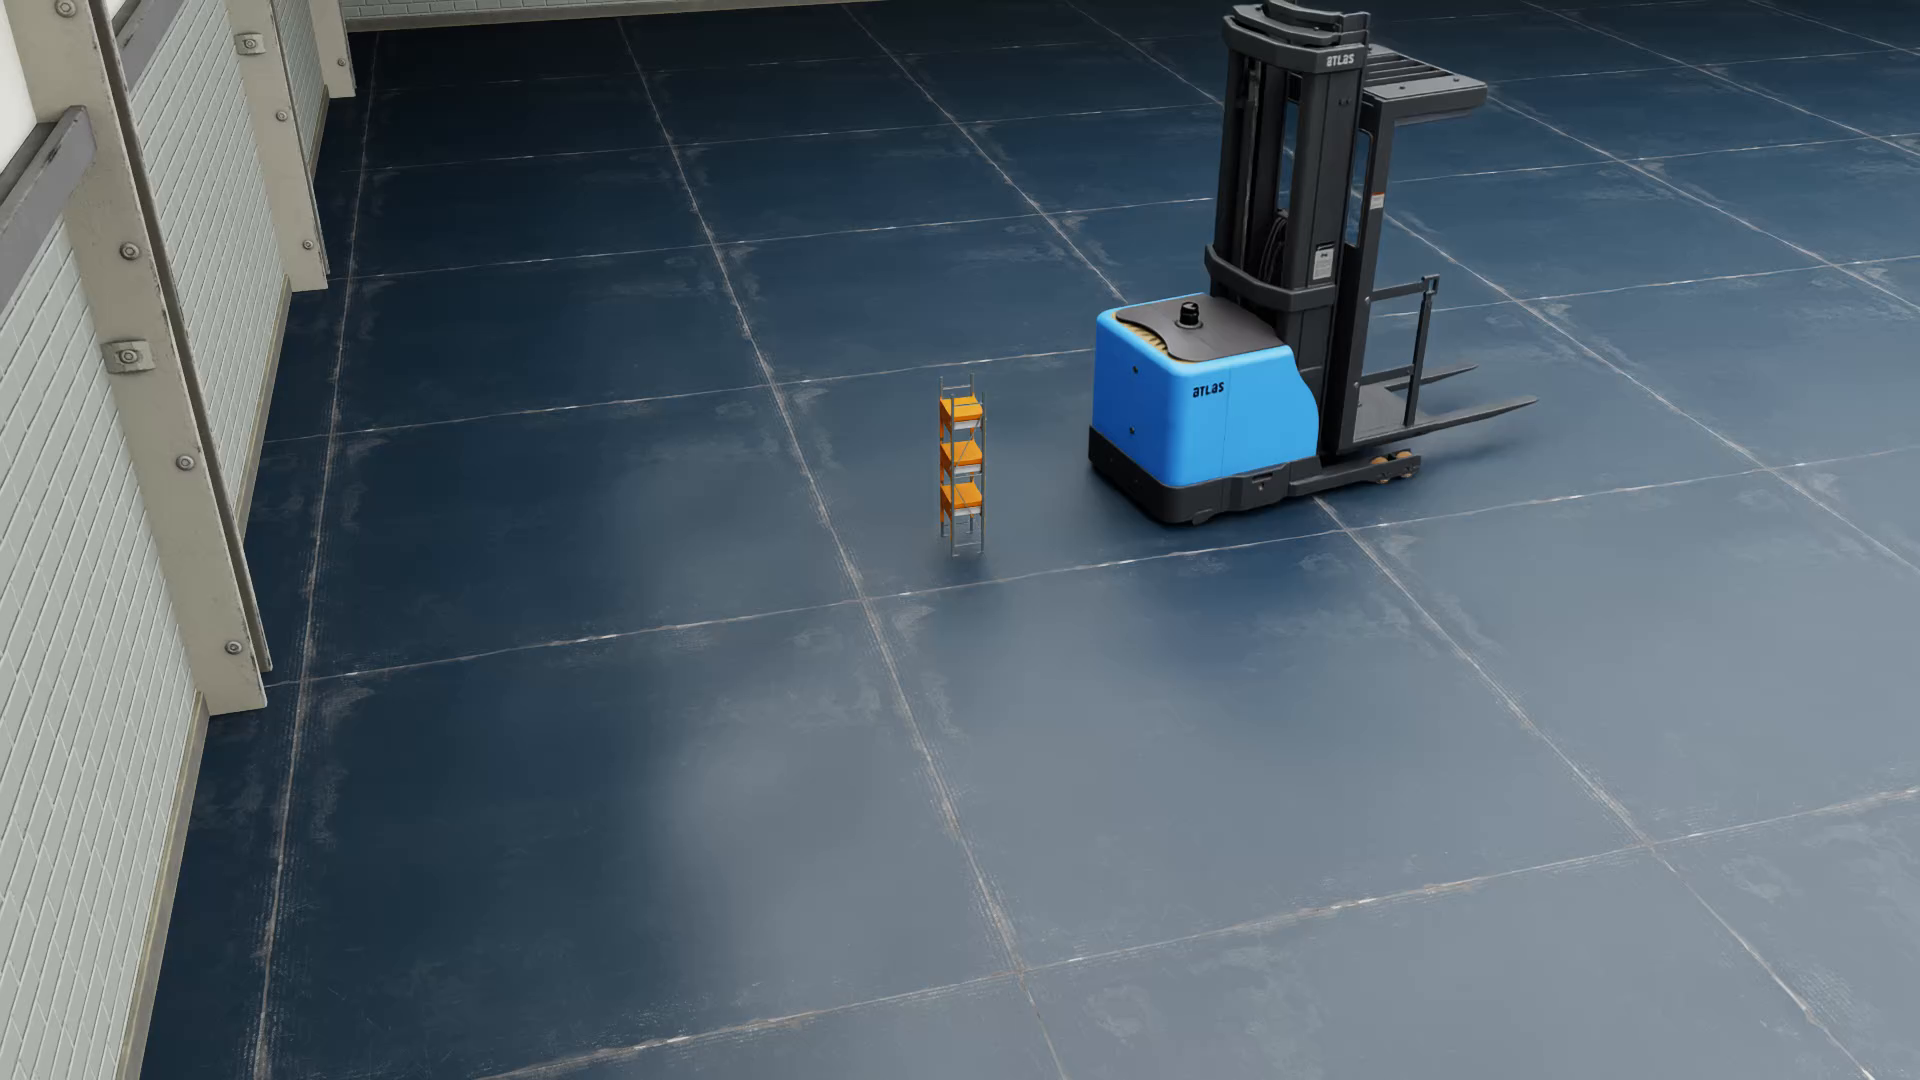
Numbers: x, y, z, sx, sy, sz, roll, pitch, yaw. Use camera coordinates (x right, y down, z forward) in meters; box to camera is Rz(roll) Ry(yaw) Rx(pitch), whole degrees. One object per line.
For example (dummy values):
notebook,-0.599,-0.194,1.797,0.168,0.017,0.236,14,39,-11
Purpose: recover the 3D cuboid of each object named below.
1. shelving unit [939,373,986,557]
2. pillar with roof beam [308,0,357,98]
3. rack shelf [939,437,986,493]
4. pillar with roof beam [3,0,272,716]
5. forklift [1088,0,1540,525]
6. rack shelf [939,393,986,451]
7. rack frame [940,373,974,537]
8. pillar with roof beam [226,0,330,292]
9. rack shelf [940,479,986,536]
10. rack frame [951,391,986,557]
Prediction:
shelving unit,0.014,-0.429,9.673,0.215,1.050,0.252,-8,31,-13
pillar with roof beam,-2.783,-9.483,17.381,9.100,9.000,0.400,-8,31,-13
rack shelf,0.014,-0.419,9.679,0.215,0.259,0.240,-8,31,-13
pillar with roof beam,0.402,-3.687,7.368,9.100,9.000,0.400,-8,31,-13
forklift,2.387,-1.851,10.254,3.031,2.935,1.130,-13,33,-22
rack shelf,0.014,-0.665,9.537,0.215,0.259,0.240,-8,31,-13
rack frame,-0.018,-0.487,9.775,0.200,1.050,0.008,-8,31,-13
pillar with roof beam,-1.191,-6.585,12.375,9.100,9.000,0.400,-8,31,-13
rack shelf,0.014,-0.179,9.818,0.215,0.259,0.240,-8,31,-13
rack frame,0.047,-0.370,9.572,0.200,1.050,0.008,-8,31,-13
